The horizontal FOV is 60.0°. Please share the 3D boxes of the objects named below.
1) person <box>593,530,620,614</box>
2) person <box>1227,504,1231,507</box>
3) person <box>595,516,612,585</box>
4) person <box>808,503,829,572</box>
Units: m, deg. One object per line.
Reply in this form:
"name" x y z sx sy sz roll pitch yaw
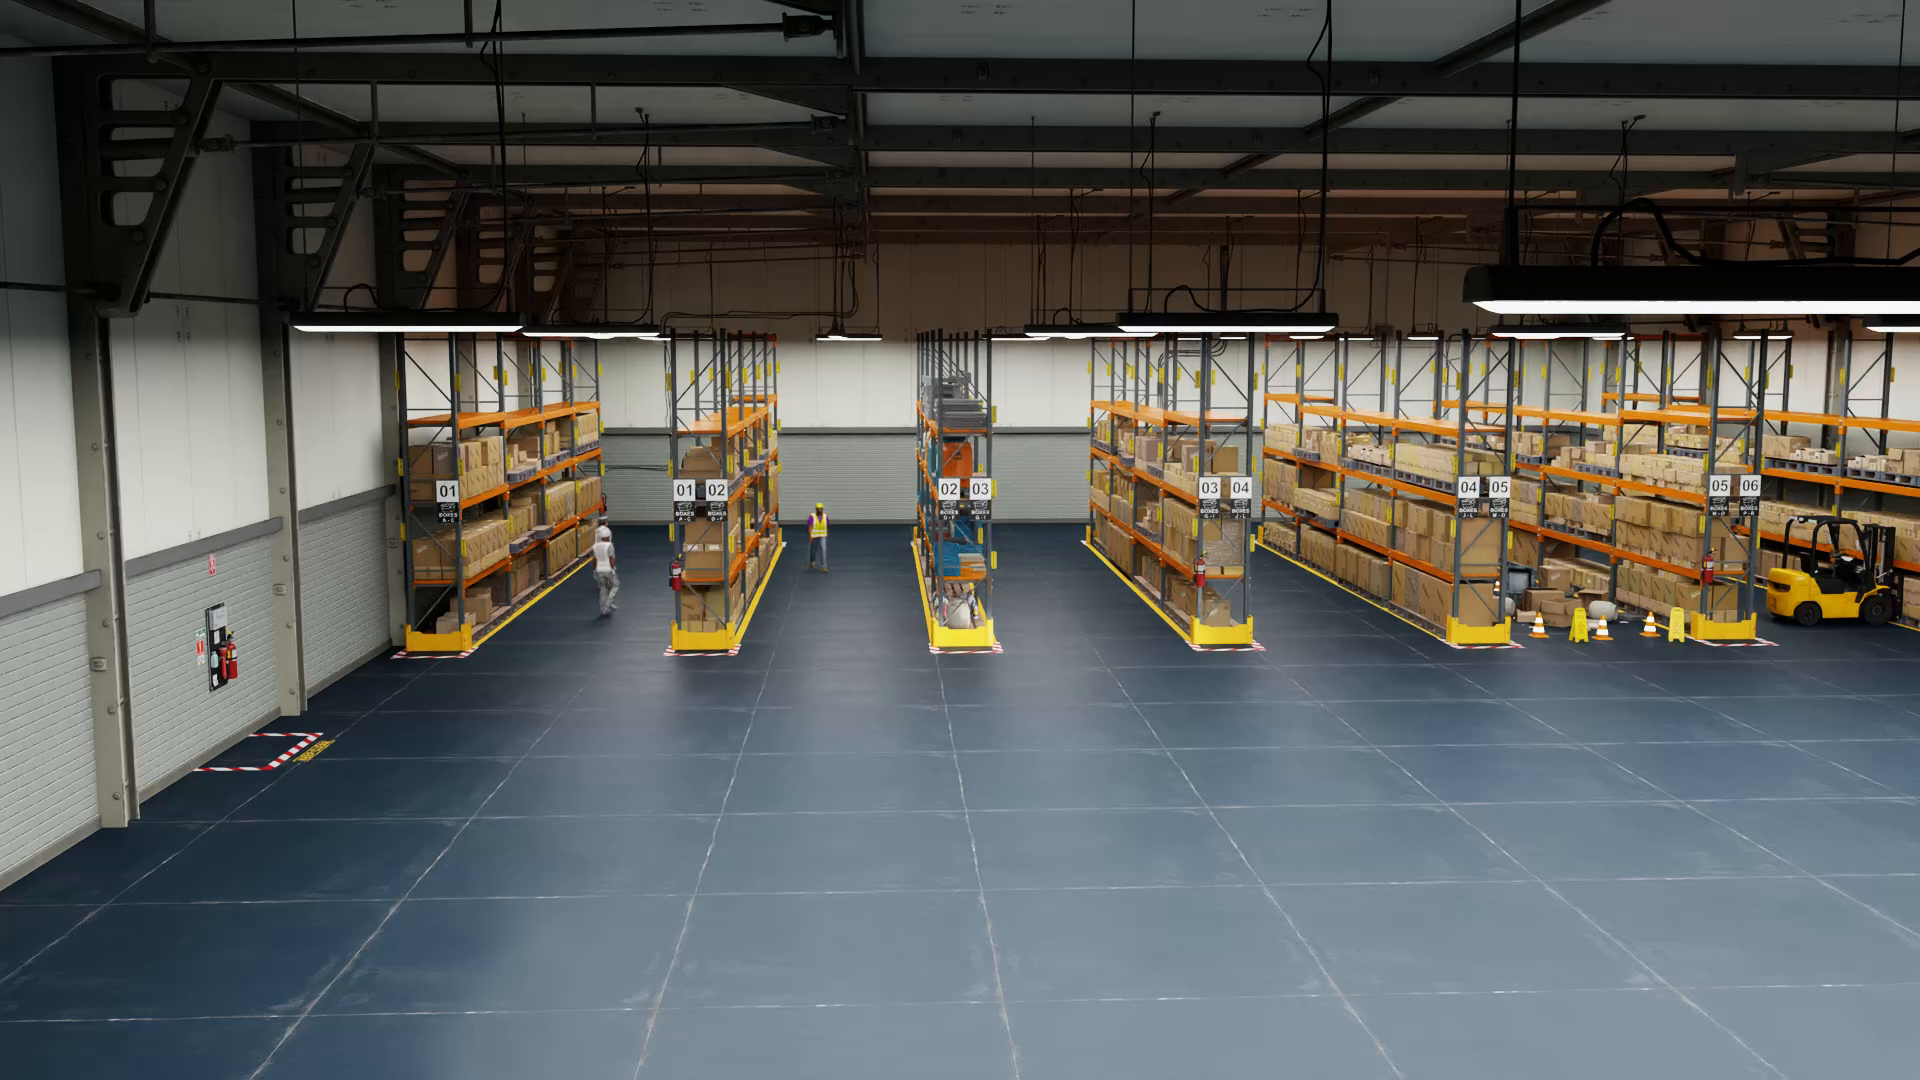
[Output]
"person" -7.543 0.674 35.354 0.594 1.772 0.545 1 7 9
"person" 7.672 -0.833 48.163 0.629 1.717 1.132 2 7 19
"person" -8.406 0.269 39.192 0.521 1.651 0.493 2 7 15
"person" -3.565 -0.080 41.891 0.549 1.728 1.036 -2 7 -13
